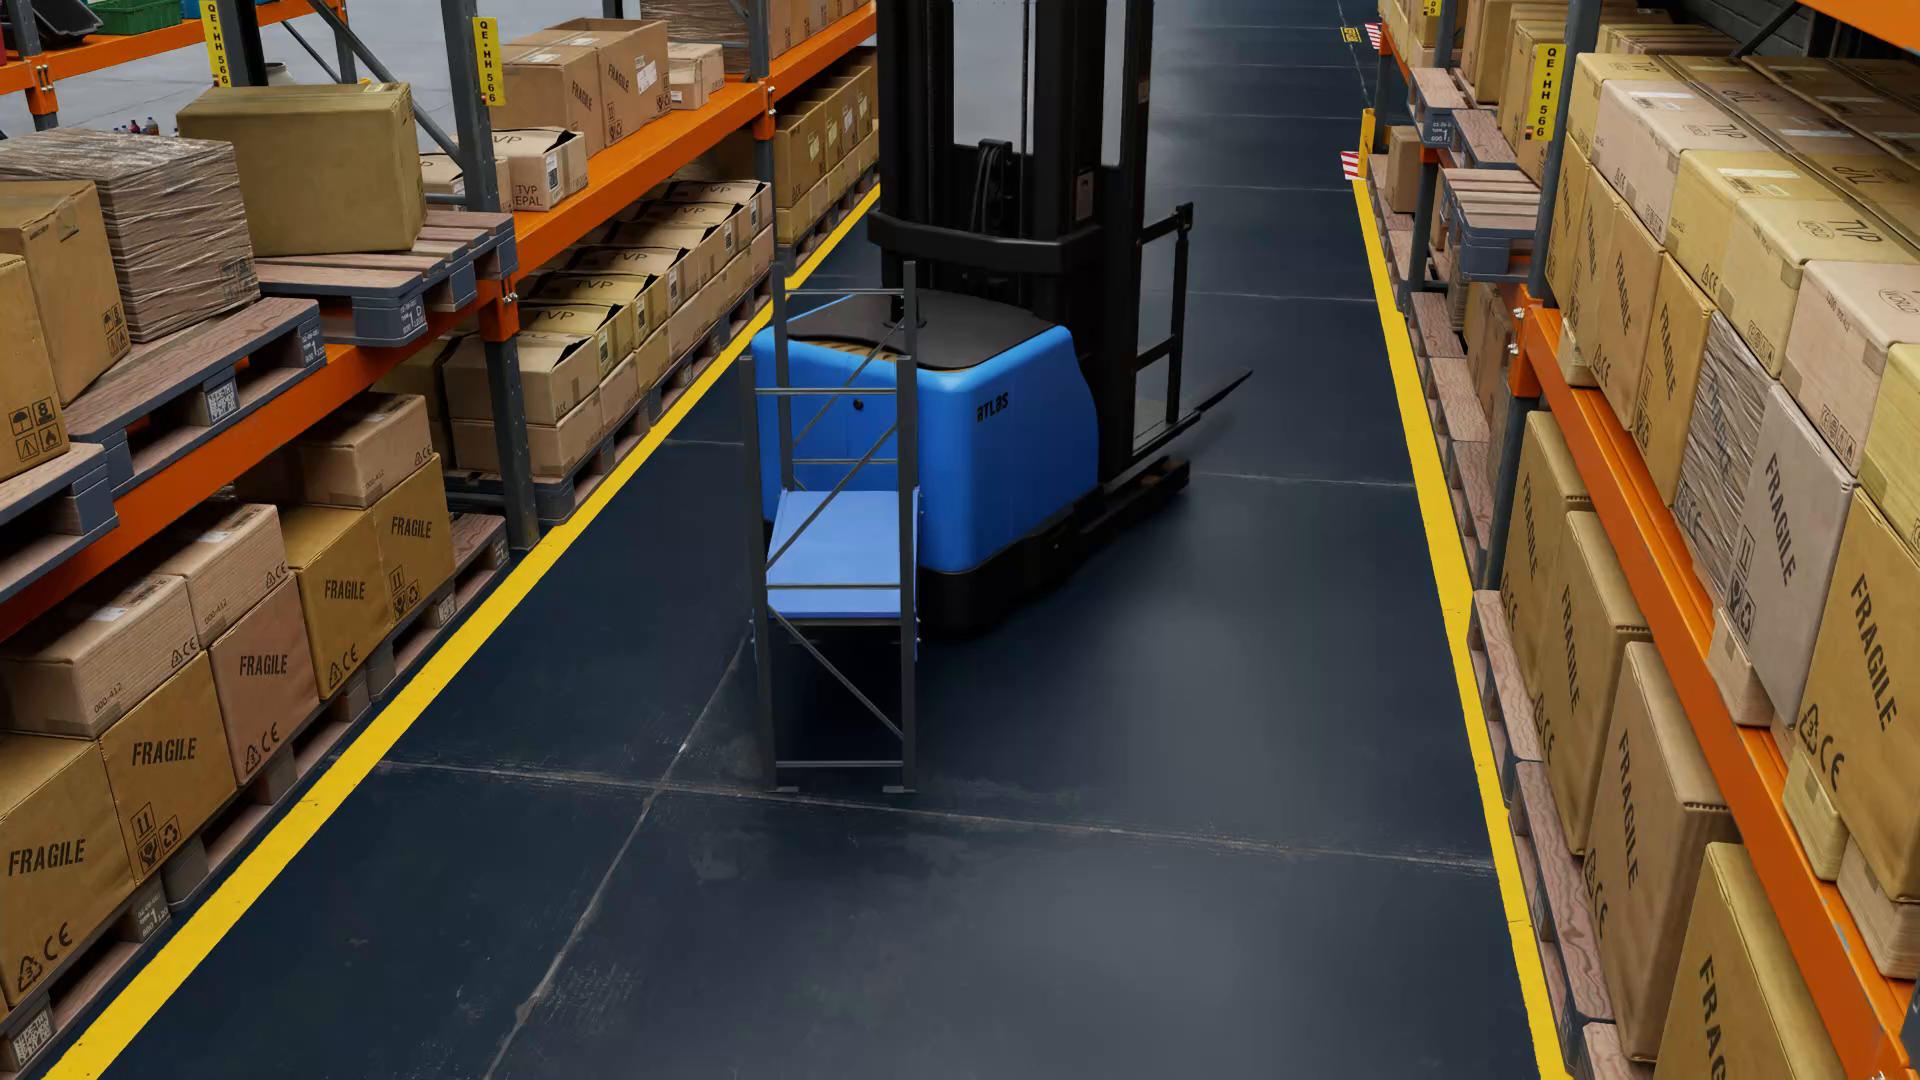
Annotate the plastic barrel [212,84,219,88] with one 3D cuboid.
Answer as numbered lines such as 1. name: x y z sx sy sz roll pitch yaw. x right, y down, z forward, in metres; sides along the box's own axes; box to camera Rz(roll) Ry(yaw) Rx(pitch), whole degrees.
1. plastic barrel: -6.022 -3.626 13.897 0.421 0.512 0.421 0 25 0

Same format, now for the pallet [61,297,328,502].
1. pallet: -2.642 -0.461 4.923 1.003 0.211 1.213 4 25 9

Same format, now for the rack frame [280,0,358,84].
1. rack frame: -5.908 -5.052 14.506 1.000 3.000 0.127 4 25 9

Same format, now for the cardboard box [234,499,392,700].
1. cardboard box: -2.335 0.195 5.725 0.500 0.500 0.500 3 25 7

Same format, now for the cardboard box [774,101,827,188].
1. cardboard box: -1.217 -2.701 11.346 0.500 0.500 0.500 4 25 9

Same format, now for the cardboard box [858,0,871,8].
1. cardboard box: -1.111 -4.559 13.333 0.700 0.500 0.500 4 25 9

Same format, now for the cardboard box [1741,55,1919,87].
1. cardboard box: 2.740 -1.341 5.200 0.500 0.250 0.500 5 25 10

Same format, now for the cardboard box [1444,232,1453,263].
1. cardboard box: 3.270 -1.835 10.455 0.380 0.166 0.250 1 25 2

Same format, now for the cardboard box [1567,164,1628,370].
1. cardboard box: 2.132 -0.805 4.940 0.500 0.500 0.500 5 26 10

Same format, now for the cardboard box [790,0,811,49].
1. cardboard box: -1.444 -3.697 11.491 0.700 0.500 0.500 4 25 9

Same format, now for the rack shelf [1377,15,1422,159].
1. rack shelf: 3.539 -3.204 11.405 1.077 0.370 4.000 4 25 9

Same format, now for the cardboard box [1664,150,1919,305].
1. cardboard box: 1.988 -0.729 3.892 0.500 0.250 0.500 4 25 7

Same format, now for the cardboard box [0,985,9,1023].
1. cardboard box: -2.663 1.059 3.880 0.500 0.500 0.500 3 25 6

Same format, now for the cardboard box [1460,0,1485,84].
1. cardboard box: 3.095 -2.727 8.901 0.700 0.500 0.500 4 25 9

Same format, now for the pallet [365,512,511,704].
1. pallet: -2.489 0.211 6.551 1.003 0.211 1.213 4 25 9

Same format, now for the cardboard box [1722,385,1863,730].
1. cardboard box: 1.805 0.039 3.136 0.500 0.500 0.500 4 25 9

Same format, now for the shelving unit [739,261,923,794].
1. shelving unit: -0.399 -0.068 5.625 0.538 1.500 1.048 0 25 -1

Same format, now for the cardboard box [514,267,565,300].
1. cardboard box: -2.323 -1.226 8.417 0.500 0.311 0.500 4 25 8

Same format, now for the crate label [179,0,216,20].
1. crate label: -5.942 -4.280 12.814 0.502 0.435 0.616 4 25 9

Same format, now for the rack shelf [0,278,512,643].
1. rack shelf: -2.656 -0.200 4.987 1.077 0.370 4.000 4 25 9

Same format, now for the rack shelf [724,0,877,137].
1. rack shelf: -1.349 -3.545 12.135 1.077 0.370 4.000 4 25 9

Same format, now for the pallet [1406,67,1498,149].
1. pallet: 2.944 -2.297 8.845 1.003 0.211 1.213 4 25 9

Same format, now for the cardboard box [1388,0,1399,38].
1. cardboard box: 3.313 -3.694 11.757 0.500 0.250 0.500 4 25 8

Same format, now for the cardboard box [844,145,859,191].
1. cardboard box: -1.051 -2.780 12.398 0.500 0.250 0.500 4 25 9

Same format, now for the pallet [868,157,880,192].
1. pallet: -1.105 -3.122 13.671 1.003 0.211 1.213 4 25 9

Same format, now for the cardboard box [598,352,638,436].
1. cardboard box: -1.873 -0.716 7.989 0.500 0.250 0.500 3 25 7

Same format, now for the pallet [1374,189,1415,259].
1. pallet: 3.484 -2.225 11.755 1.003 0.211 1.213 4 25 9

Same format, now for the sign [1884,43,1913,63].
1. sign: 3.107 -1.507 5.567 0.100 0.325 0.005 4 25 9

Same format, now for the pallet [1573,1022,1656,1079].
1. pallet: 1.956 1.588 3.609 1.003 0.211 1.213 4 25 9

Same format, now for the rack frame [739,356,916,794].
1. rack frame: -0.394 0.148 5.165 0.500 1.500 0.032 0 25 -1

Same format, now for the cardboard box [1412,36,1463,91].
1. cardboard box: 2.991 -2.853 9.961 0.500 0.250 0.500 4 25 9

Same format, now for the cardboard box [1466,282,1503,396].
1. cardboard box: 2.950 -1.021 8.323 0.700 0.500 0.500 4 25 9

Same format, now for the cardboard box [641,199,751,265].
1. cardboard box: -1.538 -1.826 9.700 0.500 0.311 0.500 5 25 10

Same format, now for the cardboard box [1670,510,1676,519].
1. cardboard box: 2.036 -0.152 4.308 0.380 0.149 0.250 4 25 9

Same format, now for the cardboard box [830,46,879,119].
1. cardboard box: -0.816 -3.747 13.581 0.500 0.500 0.500 4 25 9

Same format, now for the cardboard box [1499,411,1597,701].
1. cardboard box: 2.309 0.062 5.620 0.750 0.750 0.750 4 25 8

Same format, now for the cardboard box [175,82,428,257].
1. cardboard box: -2.321 -1.326 5.932 0.700 0.500 0.500 -4 25 -9

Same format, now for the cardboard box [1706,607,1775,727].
1. cardboard box: 1.771 0.269 3.409 0.380 0.149 0.250 4 25 9

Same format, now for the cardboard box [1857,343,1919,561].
1. cardboard box: 1.729 -0.089 2.525 0.500 0.250 0.500 5 25 10

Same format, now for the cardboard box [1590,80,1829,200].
1. cardboard box: 2.143 -1.152 4.796 0.500 0.250 0.500 4 25 8

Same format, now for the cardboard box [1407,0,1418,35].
1. cardboard box: 3.060 -3.402 10.249 0.500 0.500 0.500 4 25 8

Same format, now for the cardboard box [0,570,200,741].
1. cardboard box: -2.500 0.301 4.614 0.500 0.250 0.500 4 25 9

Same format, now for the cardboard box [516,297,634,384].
1. cardboard box: -1.876 -0.980 7.891 0.500 0.311 0.500 3 25 7

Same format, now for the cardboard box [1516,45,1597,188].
1. cardboard box: 2.690 -1.698 6.702 0.700 0.500 0.500 2 25 4

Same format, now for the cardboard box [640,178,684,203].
1. cardboard box: -1.989 -2.078 10.238 0.500 0.311 0.500 4 25 9

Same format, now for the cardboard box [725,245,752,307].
1. cardboard box: -1.542 -1.575 9.824 0.500 0.250 0.500 4 25 8

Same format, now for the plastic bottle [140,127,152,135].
1. plastic bottle: -6.529 -3.204 13.339 0.097 0.201 0.097 0 25 0

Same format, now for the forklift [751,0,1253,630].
1. forklift: 0.405 -1.559 7.122 1.130 2.935 3.031 16 29 30

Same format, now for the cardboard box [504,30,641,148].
1. cardboard box: -1.985 -2.330 8.572 0.500 0.500 0.500 4 25 9

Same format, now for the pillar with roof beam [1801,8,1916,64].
1. pillar with roof beam: -0.623 -4.519 6.290 9.100 9.000 0.400 4 25 9
